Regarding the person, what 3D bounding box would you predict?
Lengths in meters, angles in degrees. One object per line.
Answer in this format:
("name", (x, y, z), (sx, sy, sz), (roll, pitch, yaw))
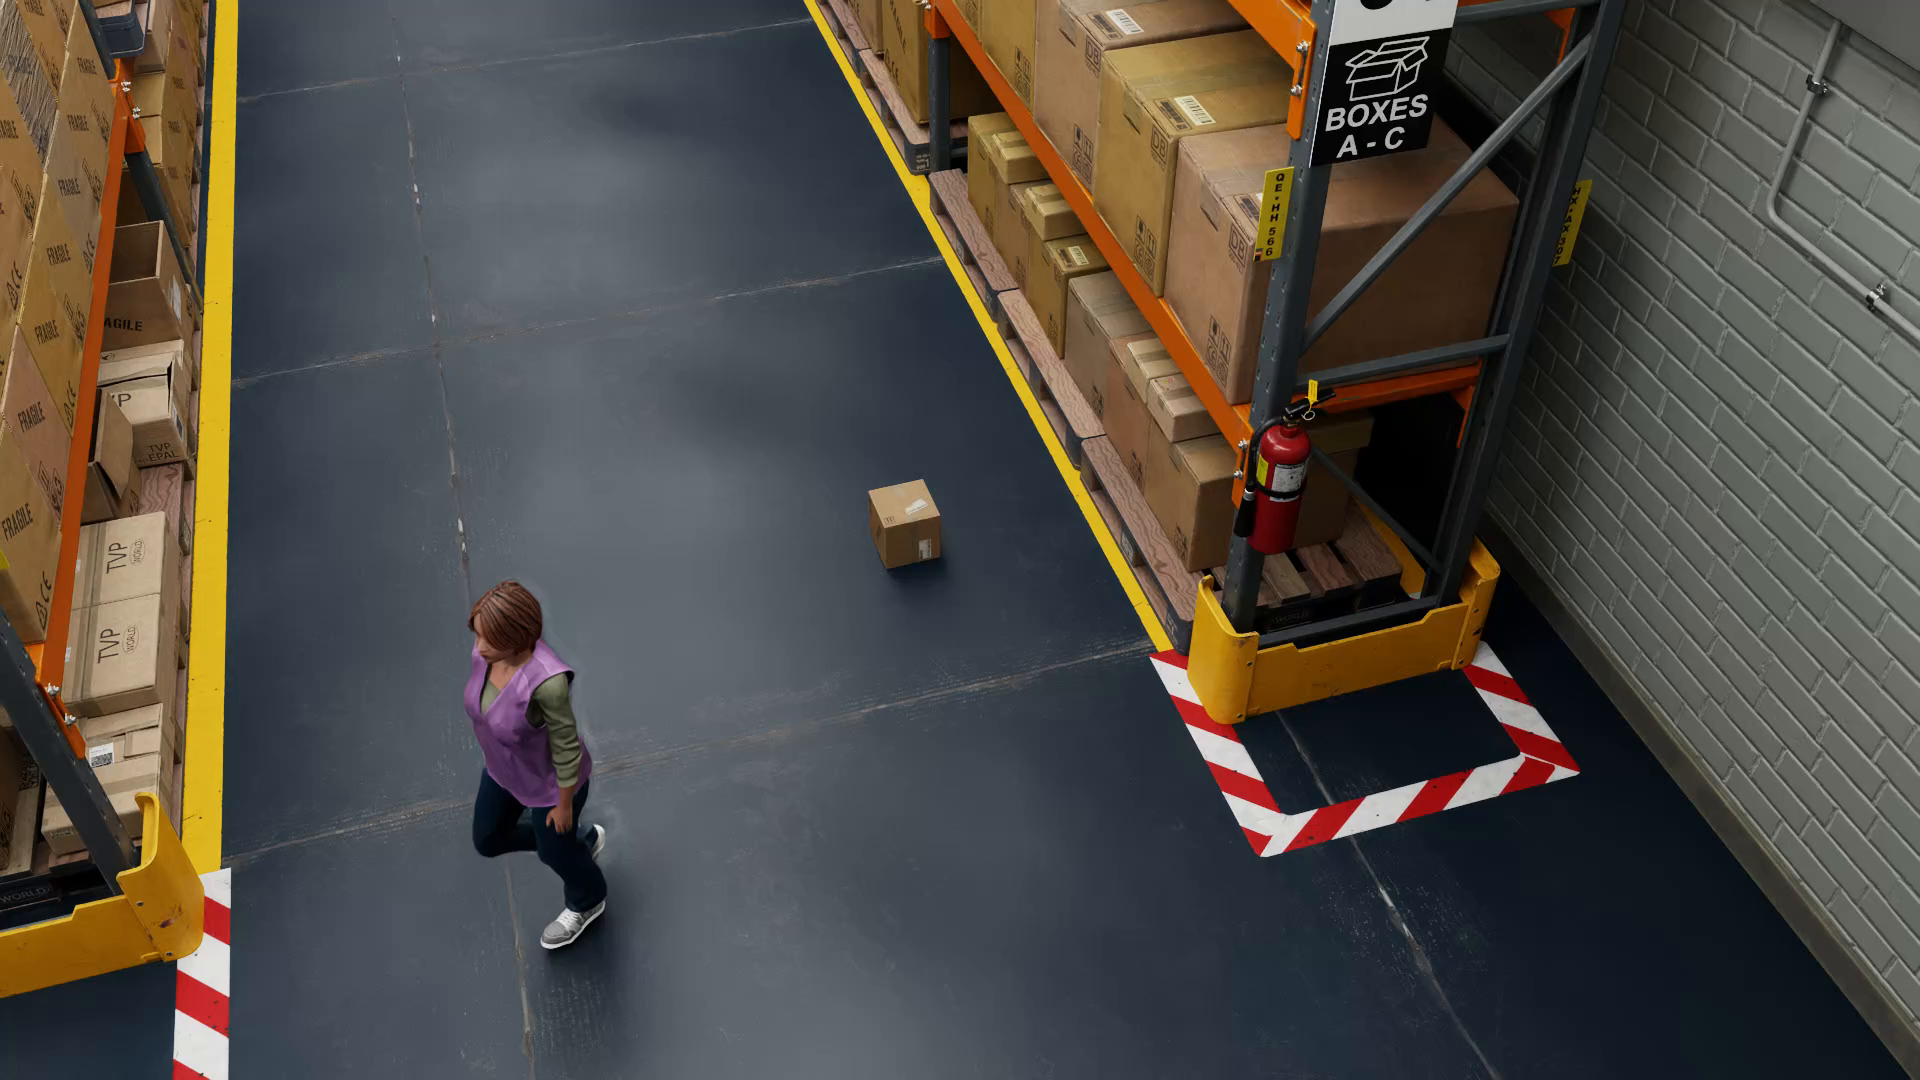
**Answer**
("person", (-1.336, 0.731, 5.338), (0.439, 1.595, 0.382), (30, 51, 28))
